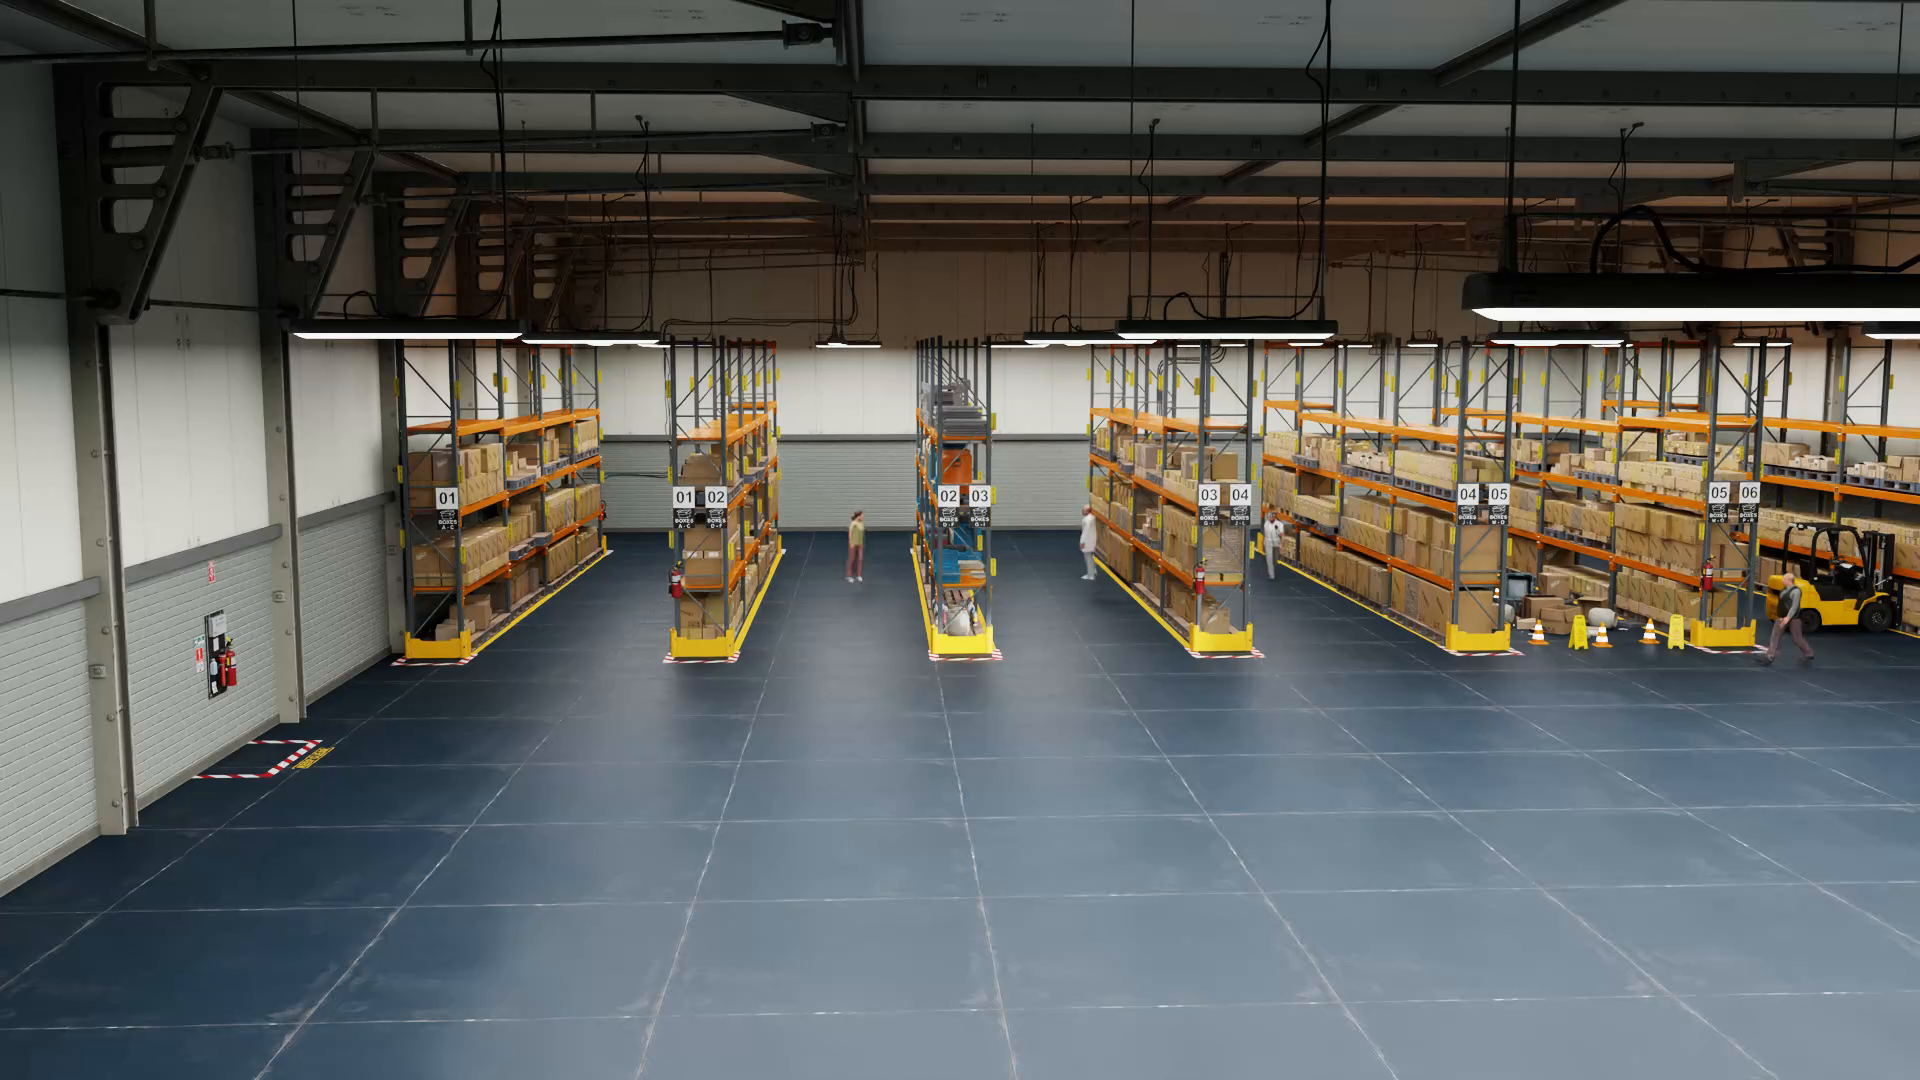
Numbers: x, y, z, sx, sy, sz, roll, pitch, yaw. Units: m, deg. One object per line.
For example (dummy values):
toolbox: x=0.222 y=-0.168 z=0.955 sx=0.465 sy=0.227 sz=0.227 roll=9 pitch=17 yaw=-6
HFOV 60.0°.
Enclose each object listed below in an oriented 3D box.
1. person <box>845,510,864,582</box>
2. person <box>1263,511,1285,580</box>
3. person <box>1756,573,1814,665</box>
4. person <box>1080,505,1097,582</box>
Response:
person: x=-2.474 y=0.130 z=39.420 sx=0.389 sy=1.708 sz=0.487 roll=5 pitch=8 yaw=37
person: x=7.883 y=0.116 z=41.776 sx=0.481 sy=1.706 sz=1.060 roll=0 pitch=7 yaw=-4
person: x=15.118 y=1.446 z=30.365 sx=1.027 sy=1.691 sz=0.515 roll=-2 pitch=7 yaw=-18
person: x=3.058 y=0.090 z=39.486 sx=0.464 sy=1.869 sz=0.600 roll=6 pitch=9 yaw=43
